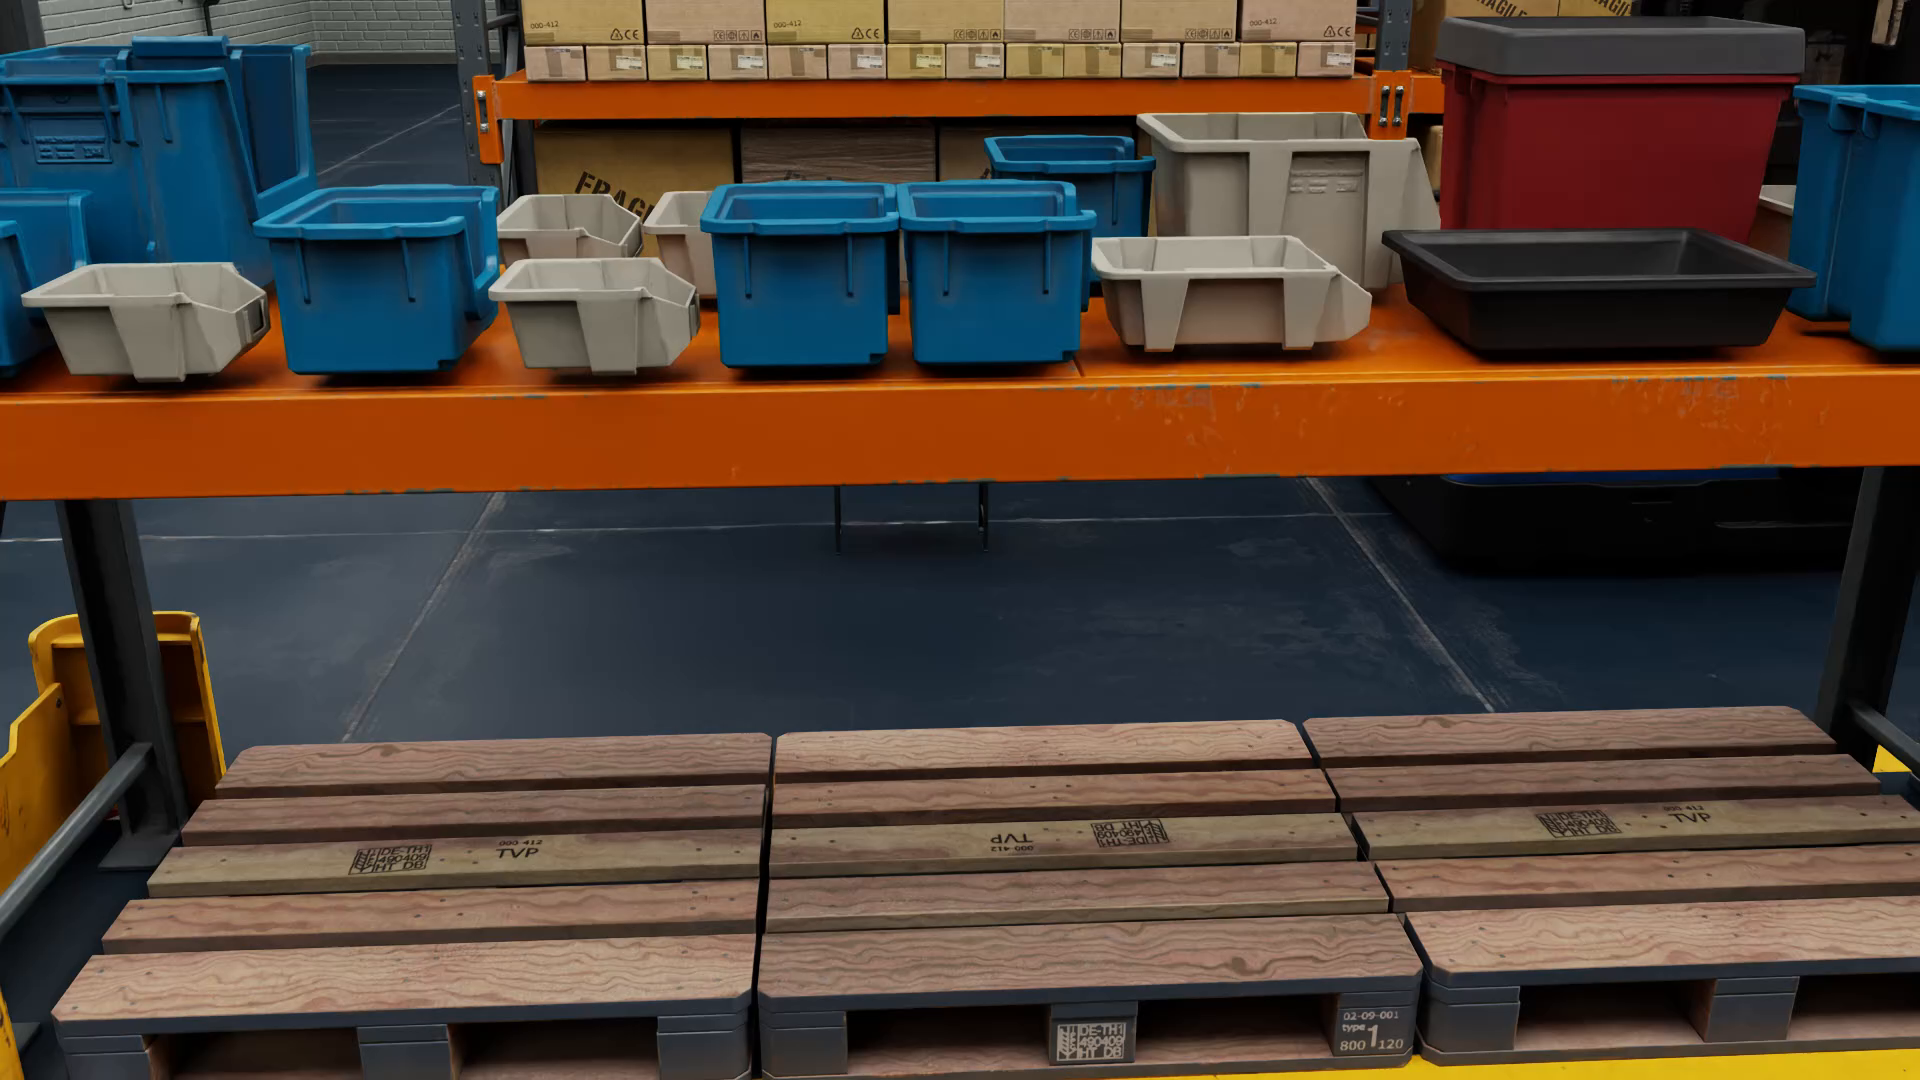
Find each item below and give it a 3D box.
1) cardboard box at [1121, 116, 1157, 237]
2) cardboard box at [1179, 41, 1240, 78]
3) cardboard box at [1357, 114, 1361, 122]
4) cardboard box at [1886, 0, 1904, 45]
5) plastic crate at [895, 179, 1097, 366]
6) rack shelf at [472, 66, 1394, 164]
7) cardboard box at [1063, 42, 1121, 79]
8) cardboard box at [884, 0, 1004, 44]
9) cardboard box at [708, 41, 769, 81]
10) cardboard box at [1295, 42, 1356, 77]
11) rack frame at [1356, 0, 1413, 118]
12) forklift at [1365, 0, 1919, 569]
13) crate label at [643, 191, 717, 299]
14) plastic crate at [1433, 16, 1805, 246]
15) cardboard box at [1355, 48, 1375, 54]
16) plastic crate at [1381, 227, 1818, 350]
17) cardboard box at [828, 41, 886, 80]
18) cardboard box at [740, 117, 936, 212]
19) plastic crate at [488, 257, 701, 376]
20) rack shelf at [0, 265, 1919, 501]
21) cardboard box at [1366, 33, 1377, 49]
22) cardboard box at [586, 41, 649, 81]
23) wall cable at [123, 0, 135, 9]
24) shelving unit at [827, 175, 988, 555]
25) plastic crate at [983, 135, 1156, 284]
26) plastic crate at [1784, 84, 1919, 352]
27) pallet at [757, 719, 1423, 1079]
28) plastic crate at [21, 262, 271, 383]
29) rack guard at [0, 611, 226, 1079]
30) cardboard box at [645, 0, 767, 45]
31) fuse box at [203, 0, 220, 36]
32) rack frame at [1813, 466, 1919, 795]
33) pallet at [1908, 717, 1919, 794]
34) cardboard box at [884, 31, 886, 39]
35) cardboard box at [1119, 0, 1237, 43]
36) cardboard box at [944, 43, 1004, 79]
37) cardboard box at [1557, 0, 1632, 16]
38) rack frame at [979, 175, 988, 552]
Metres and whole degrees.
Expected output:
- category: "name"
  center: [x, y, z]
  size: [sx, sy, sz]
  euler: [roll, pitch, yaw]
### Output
- category: "cardboard box"
  center: [1.218, -1.626, 8.072]
  size: [0.875, 0.875, 0.875]
  euler: [-1, 21, -3]
- category: "cardboard box"
  center: [1.082, -2.157, 7.425]
  size: [0.250, 0.149, 0.380]
  euler: [-2, 21, -4]
- category: "cardboard box"
  center: [2.980, -3.132, 12.554]
  size: [0.500, 0.500, 0.500]
  euler: [0, 21, -1]
- category: "cardboard box"
  center: [4.380, -2.418, 7.616]
  size: [0.500, 0.500, 0.500]
  euler: [-2, 21, -5]
- category: "plastic crate"
  center: [0.050, -0.438, 2.706]
  size: [0.300, 0.233, 0.416]
  euler: [-1, 21, -3]
- category: "rack shelf"
  center: [-0.116, -2.031, 7.751]
  size: [4.000, 0.370, 1.077]
  euler: [-1, 21, -3]
- category: "cardboard box"
  center: [0.568, -2.147, 7.397]
  size: [0.250, 0.149, 0.380]
  euler: [-1, 21, -2]
- category: "cardboard box"
  center: [-0.077, -2.344, 7.354]
  size: [0.500, 0.250, 0.500]
  euler: [-2, 21, -4]
- category: "cardboard box"
  center: [-0.967, -2.116, 7.316]
  size: [0.250, 0.149, 0.380]
  euler: [-1, 21, -4]
- category: "cardboard box"
  center: [1.595, -2.168, 7.452]
  size: [0.250, 0.149, 0.380]
  euler: [-1, 21, -3]
- category: "rack frame"
  center: [1.881, -2.408, 7.729]
  size: [0.127, 3.000, 1.000]
  euler: [-1, 21, -3]
- category: "forklift"
  center: [3.000, -1.471, 5.365]
  size: [3.031, 2.935, 1.130]
  euler: [-2, 21, -4]
- category: "crate label"
  center: [-0.459, -0.568, 3.183]
  size: [0.243, 0.136, 0.396]
  euler: [-1, 21, -3]
- category: "plastic crate"
  center: [1.258, -0.777, 3.272]
  size: [0.583, 0.464, 0.402]
  euler: [-1, 21, -3]
- category: "cardboard box"
  center: [2.942, -3.661, 12.890]
  size: [0.500, 0.250, 0.500]
  euler: [0, 21, 0]
- category: "plastic crate"
  center: [1.062, -0.430, 2.836]
  size: [0.590, 0.125, 0.437]
  euler: [-1, 21, -3]
- category: "cardboard box"
  center: [-0.456, -2.126, 7.343]
  size: [0.250, 0.149, 0.380]
  euler: [-1, 21, -4]
- category: "cardboard box"
  center: [-0.569, -1.590, 7.977]
  size: [0.875, 0.875, 0.875]
  euler: [-1, 21, -3]
- category: "plastic crate"
  center: [-0.562, -0.351, 2.613]
  size: [0.298, 0.136, 0.250]
  euler: [-1, 21, -3]
- category: "rack shelf"
  center: [0.167, -0.271, 3.129]
  size: [4.000, 0.370, 1.077]
  euler: [-1, 21, -3]
- category: "cardboard box"
  center: [4.615, -5.228, 17.533]
  size: [0.875, 0.875, 0.875]
  euler: [-1, 21, -4]
- category: "cardboard box"
  center: [-1.483, -2.105, 7.287]
  size: [0.250, 0.149, 0.380]
  euler: [-1, 21, -4]
- category: "wall cable"
  center: [-8.306, -6.213, 16.253]
  size: [0.123, 1.953, 0.585]
  euler: [-1, 21, -3]
- category: "shelving unit"
  center: [-0.165, -0.557, 5.399]
  size: [0.503, 1.200, 0.258]
  euler: [-1, 21, -3]
- category: "plastic crate"
  center: [0.206, -0.650, 3.263]
  size: [0.300, 0.233, 0.416]
  euler: [-1, 21, -3]
- category: "plastic crate"
  center: [1.717, -0.538, 2.757]
  size: [0.575, 0.384, 0.392]
  euler: [-1, 21, -3]
- category: "pallet"
  center: [0.211, 0.709, 3.461]
  size: [1.213, 0.211, 1.003]
  euler: [-1, 21, -3]
- category: "plastic crate"
  center: [-1.239, -0.337, 2.577]
  size: [0.298, 0.136, 0.250]
  euler: [-1, 21, -3]
- category: "rack guard"
  center: [-1.853, 0.606, 3.326]
  size: [0.348, 0.500, 1.175]
  euler: [-1, 21, -3]
- category: "cardboard box"
  center: [-1.099, -2.322, 7.297]
  size: [0.500, 0.250, 0.500]
  euler: [-1, 21, -4]
- category: "fuse box"
  center: [-8.281, -5.871, 18.637]
  size: [0.414, 1.711, 0.539]
  euler: [-1, 21, -3]
- category: "rack frame"
  center: [2.164, -0.648, 3.108]
  size: [0.127, 3.000, 1.000]
  euler: [-1, 21, -3]
- category: "pallet"
  center: [2.937, 0.654, 3.607]
  size: [1.213, 0.211, 1.003]
  euler: [-1, 21, -3]
- category: "cardboard box"
  center: [-0.249, -2.364, 7.968]
  size: [0.250, 0.149, 0.380]
  euler: [-1, 21, -2]
- category: "cardboard box"
  center: [0.939, -2.363, 7.405]
  size: [0.500, 0.250, 0.500]
  euler: [-1, 21, -1]
- category: "cardboard box"
  center: [0.058, -2.137, 7.371]
  size: [0.250, 0.149, 0.380]
  euler: [-1, 21, -2]
- category: "cardboard box"
  center: [2.857, -2.386, 7.531]
  size: [0.500, 0.500, 0.500]
  euler: [-1, 21, -3]
- category: "rack frame"
  center: [0.078, -0.562, 5.412]
  size: [0.015, 1.200, 0.240]
  euler: [-1, 21, -3]
